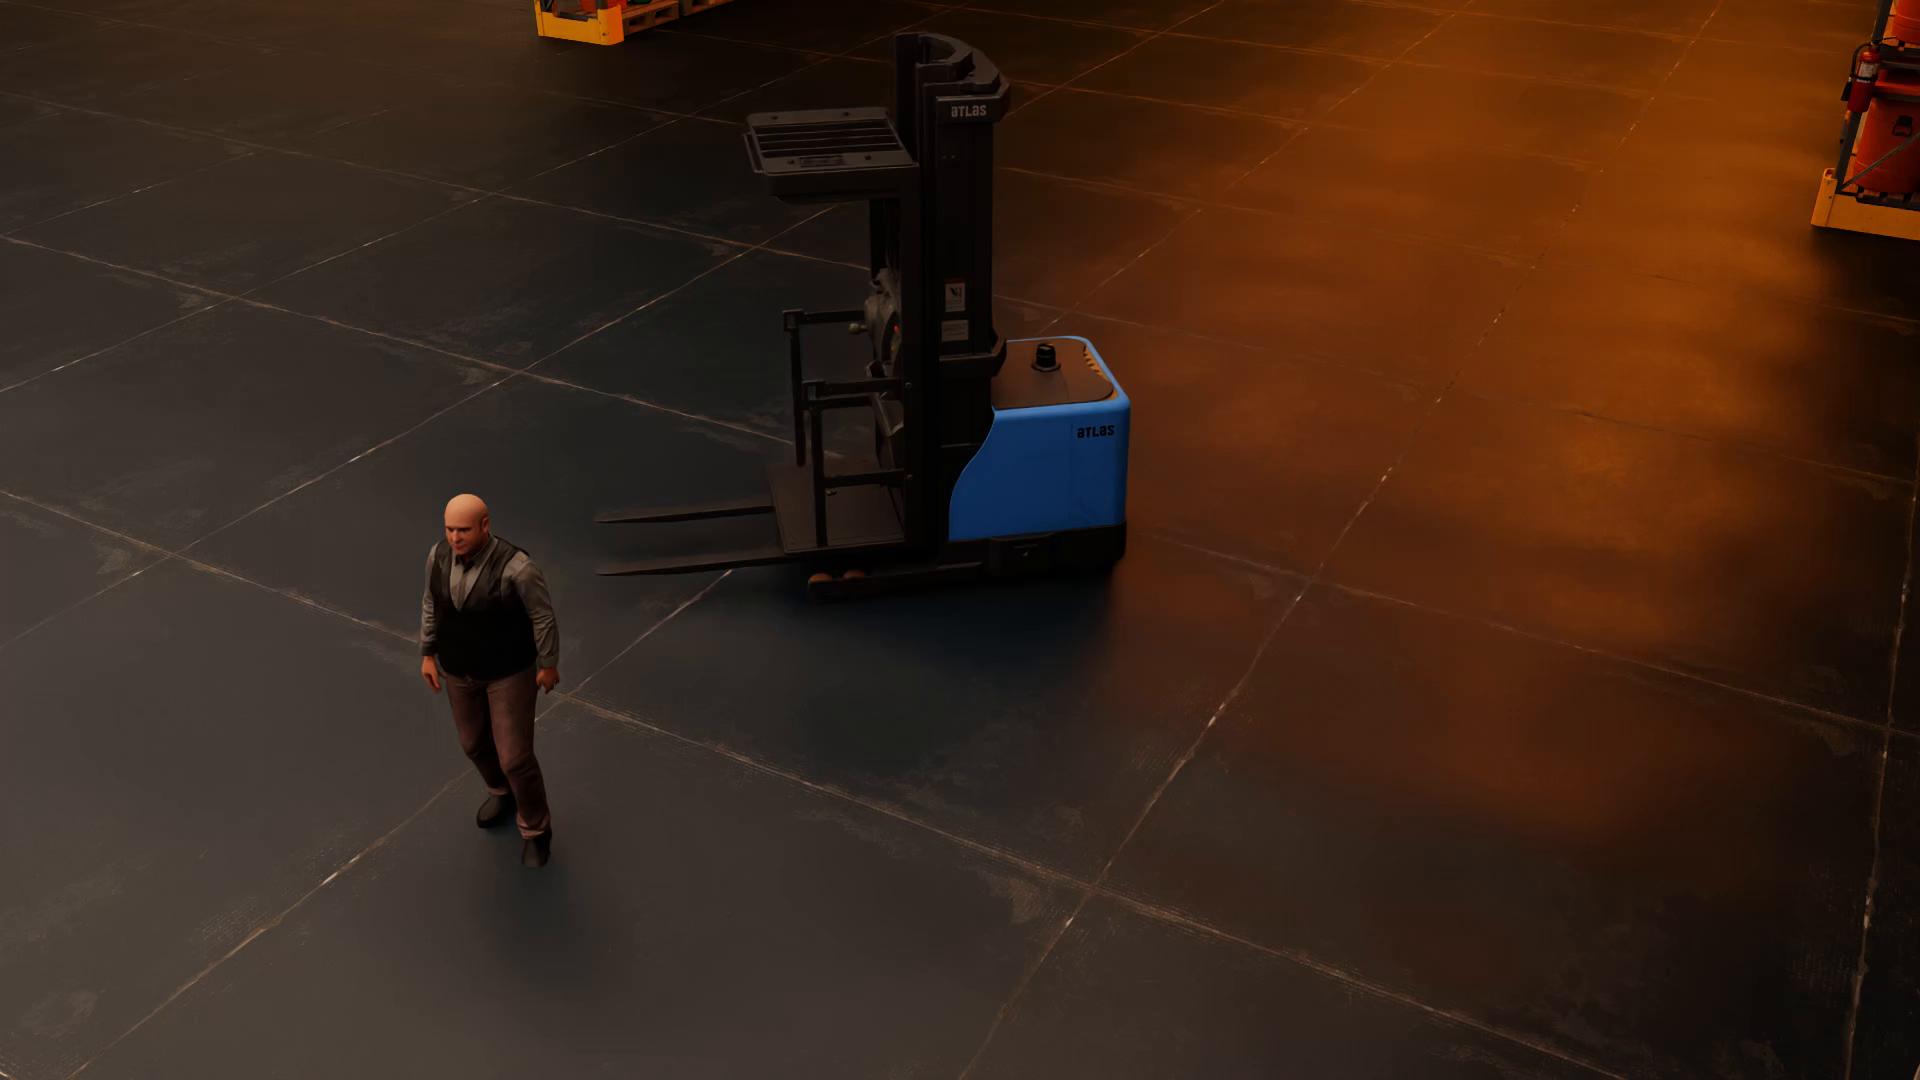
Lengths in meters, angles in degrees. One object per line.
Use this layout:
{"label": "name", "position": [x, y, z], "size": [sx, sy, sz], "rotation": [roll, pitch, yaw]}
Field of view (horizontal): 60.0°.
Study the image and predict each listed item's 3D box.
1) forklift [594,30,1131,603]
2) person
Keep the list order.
{"label": "forklift", "position": [-0.606, -1.200, 9.149], "size": [3.031, 2.935, 1.130], "rotation": [-6, 30, -10]}
{"label": "person", "position": [-2.092, 0.613, 7.292], "size": [0.621, 1.763, 0.535], "rotation": [9, 31, 15]}
